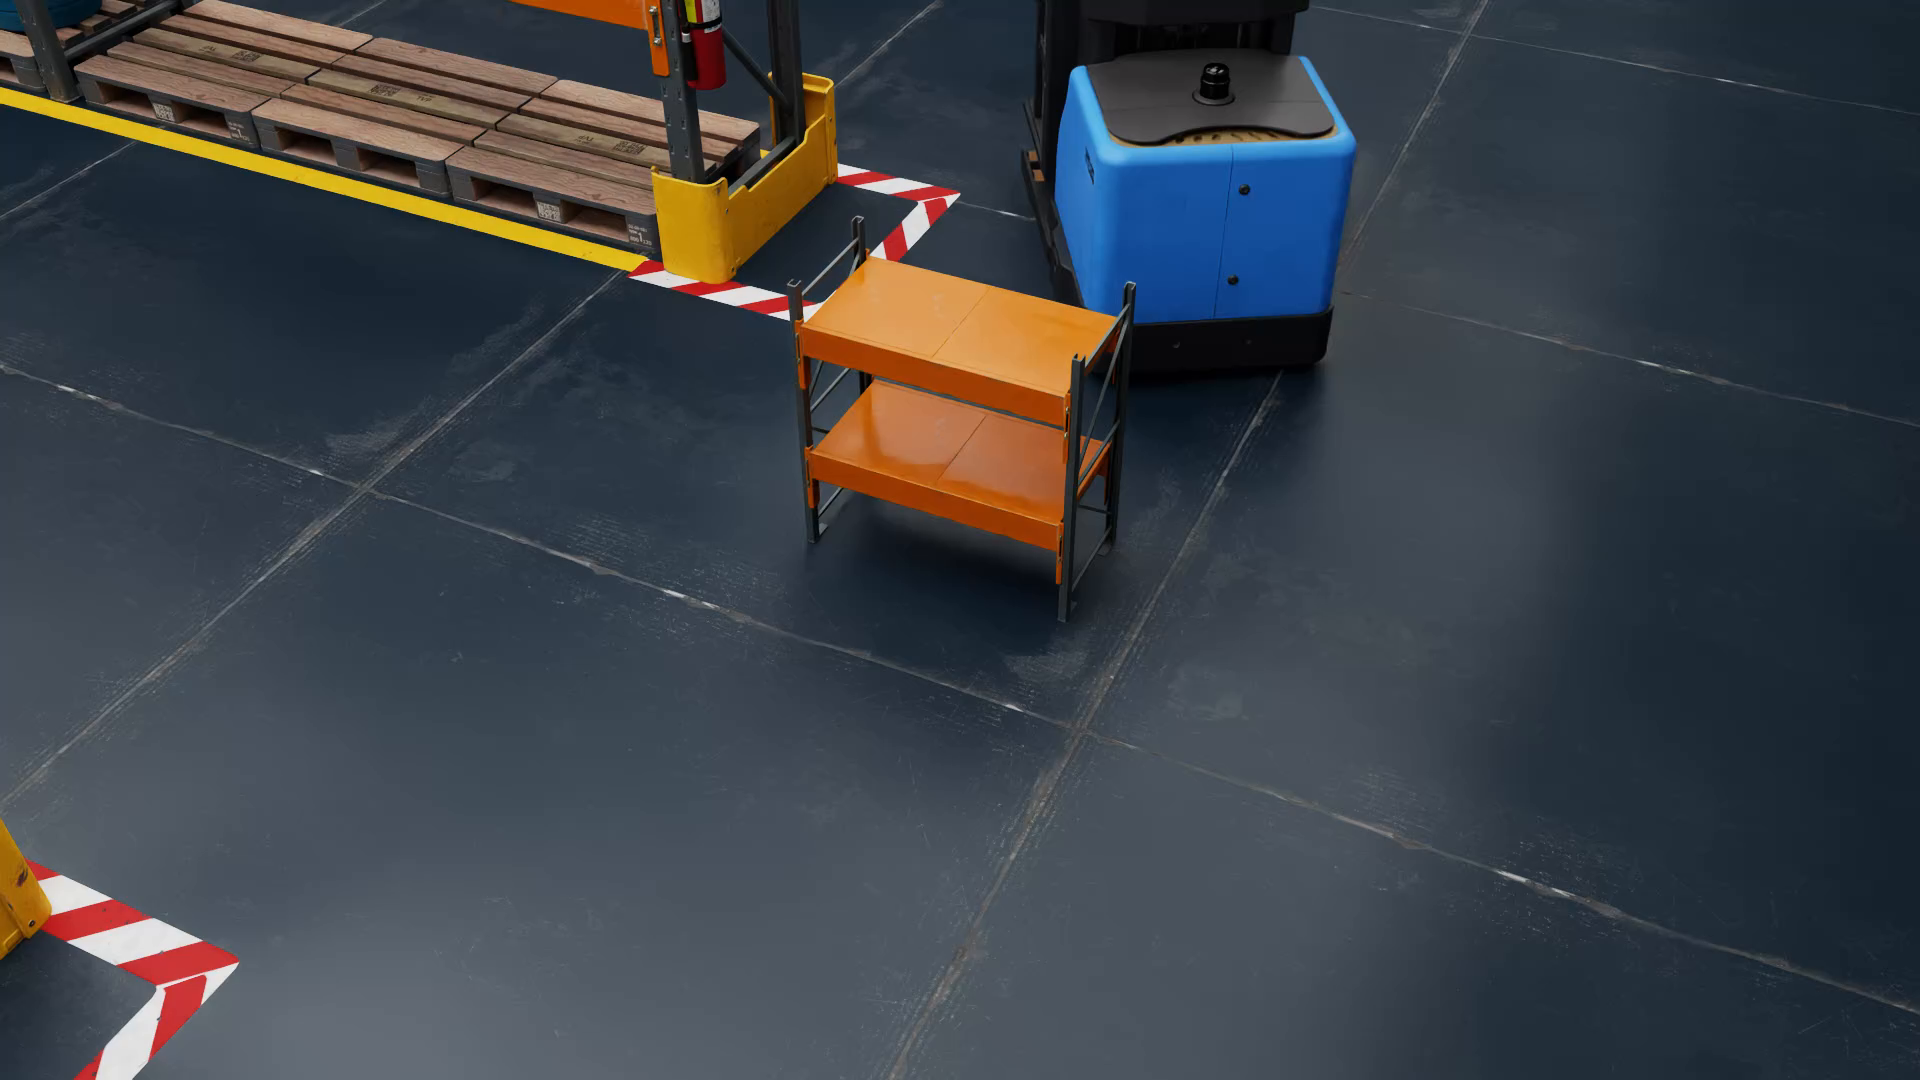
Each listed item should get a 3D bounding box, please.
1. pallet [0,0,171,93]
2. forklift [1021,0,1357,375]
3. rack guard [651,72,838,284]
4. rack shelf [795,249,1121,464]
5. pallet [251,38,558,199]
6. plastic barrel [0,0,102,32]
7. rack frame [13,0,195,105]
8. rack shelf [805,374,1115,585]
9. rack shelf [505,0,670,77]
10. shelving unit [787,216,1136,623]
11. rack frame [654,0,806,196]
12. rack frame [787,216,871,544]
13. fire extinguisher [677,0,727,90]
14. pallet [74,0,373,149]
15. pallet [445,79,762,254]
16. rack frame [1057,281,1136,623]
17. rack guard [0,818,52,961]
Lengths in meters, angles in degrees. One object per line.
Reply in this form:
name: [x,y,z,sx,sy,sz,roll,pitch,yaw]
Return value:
pallet: [-5.326,-2.972,9.518,1.213,0.211,1.003,17,44,19]
forklift: [0.897,-2.755,7.191,1.130,2.935,3.031,-4,41,-4]
rack guard: [-0.992,-1.737,7.872,0.348,0.500,1.175,17,44,19]
rack shelf: [0.006,-0.644,5.688,1.000,0.278,0.538,17,44,19]
pallet: [-2.852,-2.216,8.646,1.213,0.211,1.003,17,44,19]
plastic barrel: [-5.130,-3.314,9.065,0.708,0.901,0.600,17,44,19]
rack frame: [-4.645,-3.788,8.330,0.127,3.000,1.000,17,44,19]
rack shelf: [0.006,-0.238,6.040,1.000,0.278,0.538,17,44,19]
rack shelf: [-2.832,-2.962,7.926,4.000,0.370,1.077,17,44,19]
shelving unit: [0.006,-0.423,5.879,1.048,1.125,0.538,17,44,19]
rack frame: [-1.020,-2.680,7.052,0.127,3.000,1.000,17,44,19]
rack frame: [-0.455,-0.564,6.042,0.032,1.125,0.500,17,44,19]
fire extinguisher: [-1.075,-2.198,6.840,0.183,0.674,0.296,17,44,19]
pallet: [-3.962,-2.553,9.035,1.213,0.211,1.003,17,44,19]
pallet: [-1.751,-1.878,8.255,1.213,0.211,1.003,17,44,19]
rack frame: [0.467,-0.282,5.717,0.032,1.125,0.500,17,44,19]
rack guard: [-3.092,1.211,4.471,0.348,0.500,1.175,17,44,19]
